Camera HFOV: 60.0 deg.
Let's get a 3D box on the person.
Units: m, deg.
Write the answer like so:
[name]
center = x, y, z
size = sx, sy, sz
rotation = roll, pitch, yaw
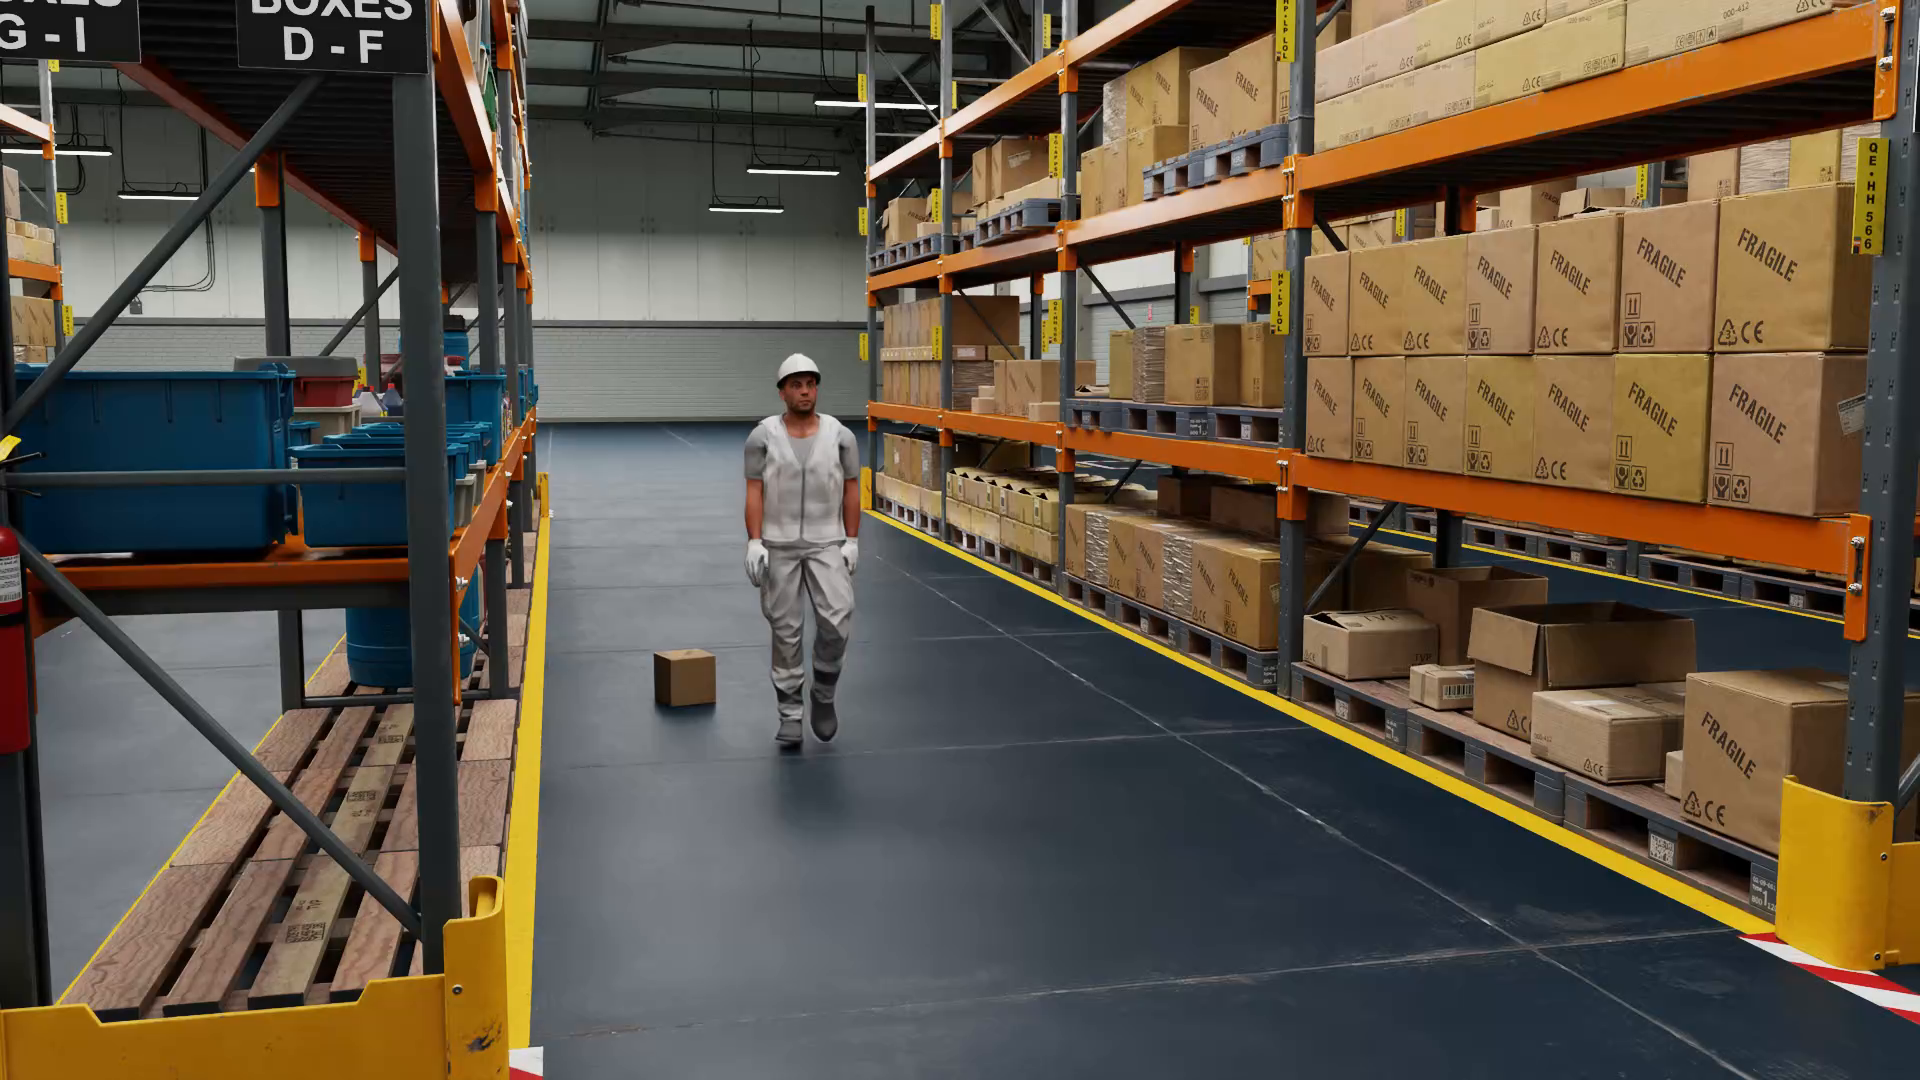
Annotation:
[person]
center = -0.714, 0.052, 7.609
size = 0.539, 1.798, 0.449
rotation = -1, 6, -8
